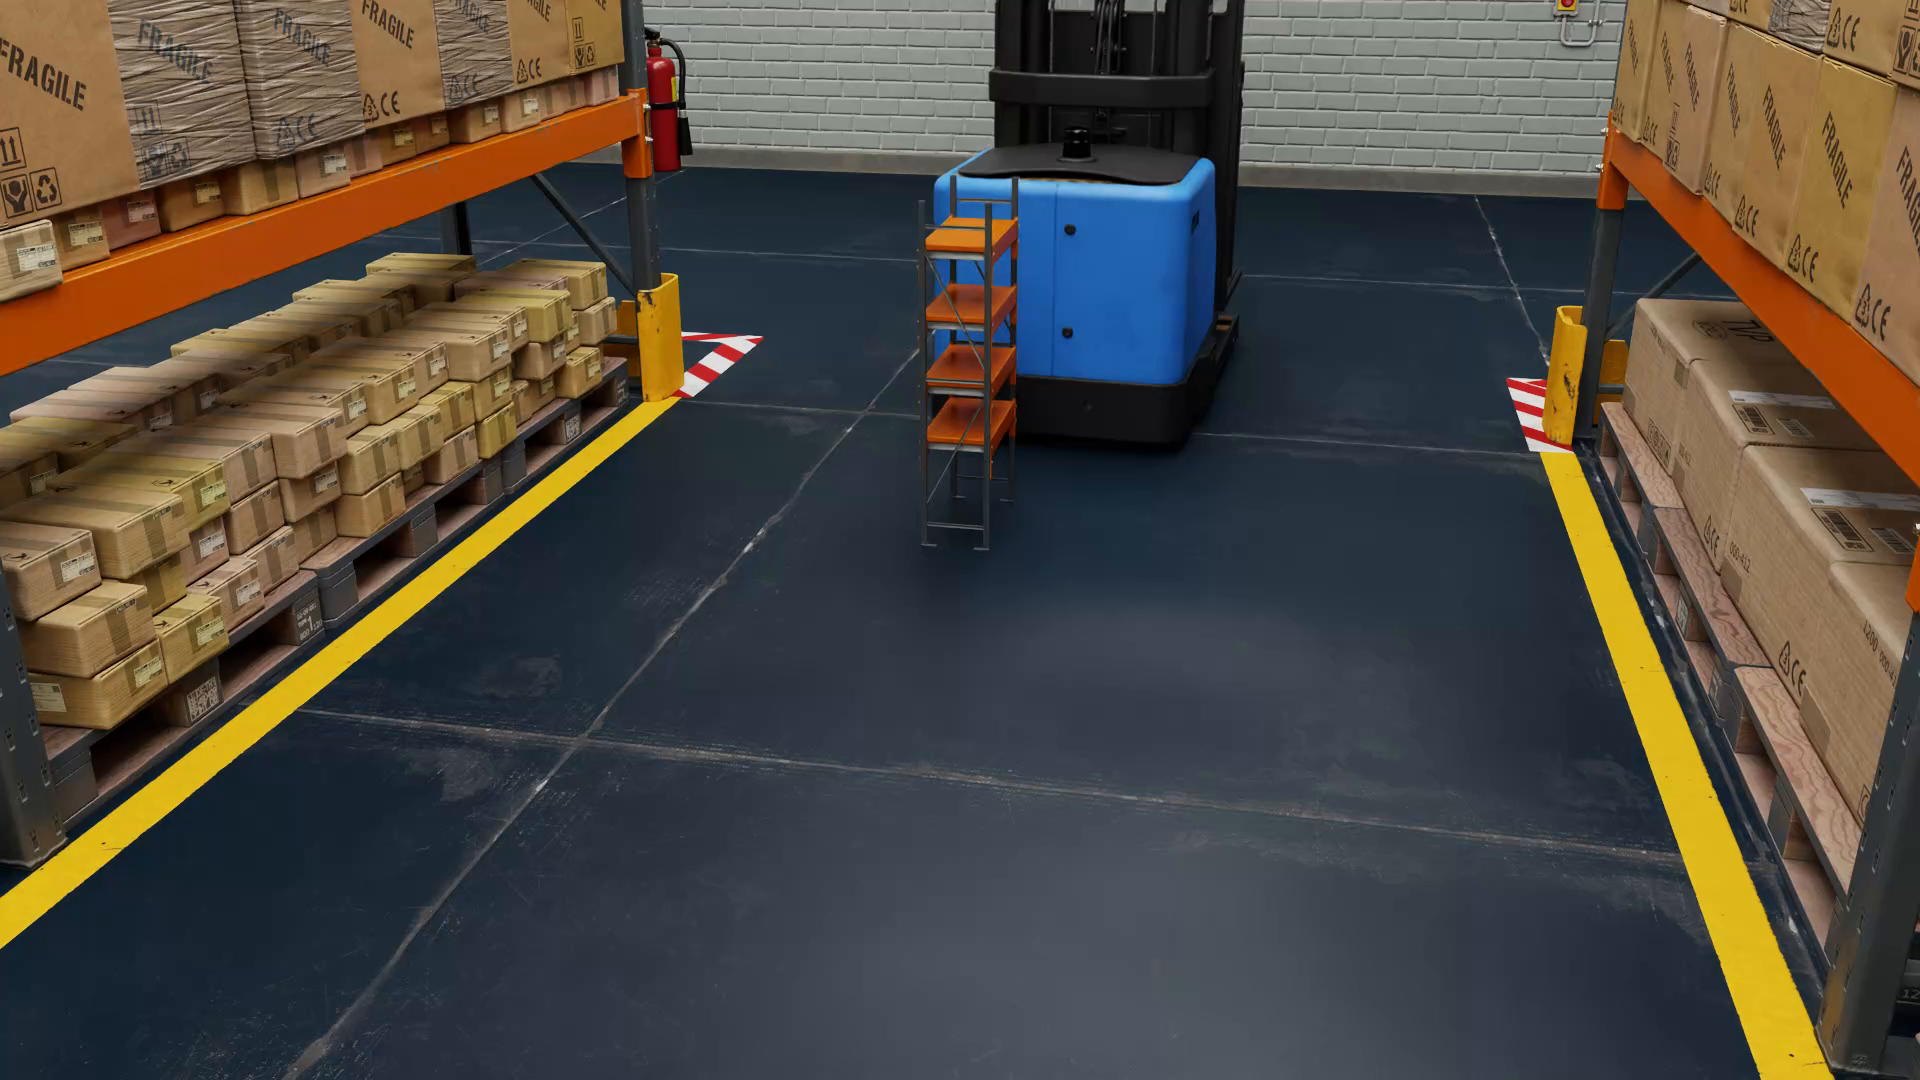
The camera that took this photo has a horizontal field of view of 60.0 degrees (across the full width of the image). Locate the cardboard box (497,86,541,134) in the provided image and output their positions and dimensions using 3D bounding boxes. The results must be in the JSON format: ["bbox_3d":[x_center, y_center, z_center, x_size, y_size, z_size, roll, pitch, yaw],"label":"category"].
[{"bbox_3d":[-1.786,-1.601,6.150,0.380,0.149,0.250,5,22,12],"label":"cardboard box"}]

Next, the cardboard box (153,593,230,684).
[{"bbox_3d":[-2.216,0.250,4.471,0.380,0.149,0.250,5,22,13],"label":"cardboard box"}]

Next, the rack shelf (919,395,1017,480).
[{"bbox_3d":[0.034,-0.371,5.879,0.258,0.148,0.480,4,22,11],"label":"rack shelf"}]

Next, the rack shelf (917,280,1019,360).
[{"bbox_3d":[0.034,-0.762,5.721,0.258,0.148,0.480,4,22,11],"label":"rack shelf"}]

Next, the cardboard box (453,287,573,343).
[{"bbox_3d":[-1.739,-0.878,6.476,0.380,0.149,0.250,4,22,10],"label":"cardboard box"}]

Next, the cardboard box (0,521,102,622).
[{"bbox_3d":[-2.386,0.070,4.122,0.380,0.149,0.250,5,23,13],"label":"cardboard box"}]

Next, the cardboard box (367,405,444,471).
[{"bbox_3d":[-1.968,-0.354,5.574,0.380,0.149,0.250,5,22,11],"label":"cardboard box"}]

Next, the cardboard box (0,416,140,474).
[{"bbox_3d":[-2.655,-0.247,4.909,0.380,0.149,0.250,5,23,13],"label":"cardboard box"}]

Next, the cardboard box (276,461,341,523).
[{"bbox_3d":[-2.157,-0.179,5.138,0.380,0.149,0.250,6,23,13],"label":"cardboard box"}]

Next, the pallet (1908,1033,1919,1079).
[{"bbox_3d":[2.124,1.250,2.466,1.003,0.211,1.213,4,22,11],"label":"pallet"}]

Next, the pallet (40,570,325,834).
[{"bbox_3d":[-2.557,0.374,4.643,1.003,0.211,1.213,4,22,11],"label":"pallet"}]

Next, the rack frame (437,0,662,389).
[{"bbox_3d":[-1.843,-2.134,7.138,1.000,3.000,0.127,4,22,11],"label":"rack frame"}]

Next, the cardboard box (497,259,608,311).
[{"bbox_3d":[-1.703,-1.070,6.952,0.380,0.149,0.250,5,22,12],"label":"cardboard box"}]

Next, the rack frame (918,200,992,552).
[{"bbox_3d":[-0.016,-0.528,5.558,0.240,1.200,0.015,4,22,11],"label":"rack frame"}]

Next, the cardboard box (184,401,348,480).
[{"bbox_3d":[-2.106,-0.306,5.057,0.380,0.149,0.250,5,22,12],"label":"cardboard box"}]

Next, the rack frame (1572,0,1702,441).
[{"bbox_3d":[3.024,-1.794,6.293,1.000,3.000,0.127,4,22,11],"label":"rack frame"}]

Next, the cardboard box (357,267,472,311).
[{"bbox_3d":[-2.221,-1.007,6.796,0.380,0.149,0.250,5,22,12],"label":"cardboard box"}]

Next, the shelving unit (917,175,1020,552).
[{"bbox_3d":[0.034,-0.617,5.780,0.258,1.200,0.503,4,22,11],"label":"shelving unit"}]

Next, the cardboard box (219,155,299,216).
[{"bbox_3d":[-2.121,-1.021,4.711,0.380,0.149,0.250,5,22,12],"label":"cardboard box"}]

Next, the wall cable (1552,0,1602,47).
[{"bbox_3d":[4.151,-4.344,11.222,0.585,1.953,0.123,4,22,11],"label":"wall cable"}]

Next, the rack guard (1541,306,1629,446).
[{"bbox_3d":[3.028,-0.643,6.782,1.175,0.500,0.348,4,22,11],"label":"rack guard"}]

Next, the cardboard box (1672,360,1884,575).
[{"bbox_3d":[2.808,-0.216,5.242,0.875,0.438,0.875,5,22,12],"label":"cardboard box"}]

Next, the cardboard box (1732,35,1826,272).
[{"bbox_3d":[2.240,-0.940,4.039,0.500,0.500,0.500,4,22,10],"label":"cardboard box"}]

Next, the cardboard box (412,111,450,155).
[{"bbox_3d":[-1.982,-1.413,5.682,0.380,0.149,0.250,4,22,9],"label":"cardboard box"}]

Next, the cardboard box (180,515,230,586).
[{"bbox_3d":[-2.294,0.019,4.648,0.380,0.149,0.250,4,22,11],"label":"cardboard box"}]

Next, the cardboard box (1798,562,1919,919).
[{"bbox_3d":[2.440,0.441,3.610,0.875,0.438,0.875,4,22,10],"label":"cardboard box"}]

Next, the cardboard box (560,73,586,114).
[{"bbox_3d":[-1.720,-1.789,6.617,0.380,0.149,0.250,4,22,11],"label":"cardboard box"}]

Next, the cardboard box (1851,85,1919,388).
[{"bbox_3d":[2.052,-0.567,3.111,0.500,0.500,0.500,5,22,11],"label":"cardboard box"}]

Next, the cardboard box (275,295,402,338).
[{"bbox_3d":[-2.367,-0.828,6.351,0.380,0.149,0.250,3,22,8],"label":"cardboard box"}]

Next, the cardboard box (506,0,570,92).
[{"bbox_3d":[-1.793,-1.947,6.140,0.500,0.500,0.500,4,22,10],"label":"cardboard box"}]

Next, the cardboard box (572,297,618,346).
[{"bbox_3d":[-1.671,-0.930,7.003,0.380,0.149,0.250,4,22,9],"label":"cardboard box"}]

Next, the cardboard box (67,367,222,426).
[{"bbox_3d":[-2.647,-0.452,5.419,0.380,0.149,0.250,4,22,9],"label":"cardboard box"}]

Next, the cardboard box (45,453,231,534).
[{"bbox_3d":[-2.268,-0.122,4.600,0.380,0.149,0.250,4,22,10],"label":"cardboard box"}]

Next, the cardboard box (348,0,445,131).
[{"bbox_3d":[-1.999,-1.579,5.227,0.500,0.500,0.500,6,23,14],"label":"cardboard box"}]

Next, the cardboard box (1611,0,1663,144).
[{"bbox_3d":[2.645,-1.687,5.893,0.500,0.500,0.500,4,22,10],"label":"cardboard box"}]

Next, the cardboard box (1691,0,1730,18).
[{"bbox_3d":[2.451,-1.772,4.766,0.500,0.500,0.500,4,22,11],"label":"cardboard box"}]

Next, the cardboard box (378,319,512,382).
[{"bbox_3d":[-1.854,-0.685,5.998,0.380,0.149,0.250,5,23,13],"label":"cardboard box"}]

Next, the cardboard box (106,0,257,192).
[{"bbox_3d":[-2.217,-1.199,4.284,0.500,0.500,0.500,4,22,11],"label":"cardboard box"}]

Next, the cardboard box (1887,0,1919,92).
[{"bbox_3d":[2.033,-1.035,2.936,0.500,0.500,0.500,4,22,10],"label":"cardboard box"}]

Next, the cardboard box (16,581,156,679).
[{"bbox_3d":[-2.272,0.210,4.173,0.380,0.149,0.250,5,23,13],"label":"cardboard box"}]

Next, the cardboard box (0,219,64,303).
[{"bbox_3d":[-2.281,-0.634,3.748,0.380,0.149,0.250,5,23,13],"label":"cardboard box"}]

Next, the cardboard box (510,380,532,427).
[{"bbox_3d":[-1.875,-0.515,6.372,0.380,0.149,0.250,5,22,11],"label":"cardboard box"}]

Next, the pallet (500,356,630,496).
[{"bbox_3d":[-2.059,-0.519,6.859,1.003,0.211,1.213,4,22,11],"label":"pallet"}]

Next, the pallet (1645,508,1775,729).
[{"bbox_3d":[2.686,0.243,4.968,1.003,0.211,1.213,4,22,11],"label":"pallet"}]

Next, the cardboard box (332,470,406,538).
[{"bbox_3d":[-2.045,-0.130,5.416,0.380,0.149,0.250,4,22,9],"label":"cardboard box"}]

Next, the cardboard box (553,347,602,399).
[{"bbox_3d":[-1.700,-0.697,6.822,0.380,0.149,0.250,5,23,13],"label":"cardboard box"}]

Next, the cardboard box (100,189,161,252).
[{"bbox_3d":[-2.298,-0.835,4.249,0.380,0.149,0.250,3,22,9],"label":"cardboard box"}]

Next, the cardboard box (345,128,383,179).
[{"bbox_3d":[-2.051,-1.220,5.205,0.380,0.149,0.250,5,23,13],"label":"cardboard box"}]

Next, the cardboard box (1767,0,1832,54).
[{"bbox_3d":[2.239,-1.407,3.859,0.500,0.500,0.500,5,22,12],"label":"cardboard box"}]

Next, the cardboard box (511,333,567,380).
[{"bbox_3d":[-1.776,-0.740,6.531,0.380,0.149,0.250,4,22,9],"label":"cardboard box"}]

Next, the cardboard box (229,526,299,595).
[{"bbox_3d":[-2.213,0.059,4.947,0.380,0.149,0.250,4,22,10],"label":"cardboard box"}]

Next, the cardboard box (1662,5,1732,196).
[{"bbox_3d":[2.447,-1.315,4.969,0.500,0.500,0.500,4,22,11],"label":"cardboard box"}]

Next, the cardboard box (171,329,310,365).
[{"bbox_3d":[-2.532,-0.634,5.871,0.380,0.149,0.250,5,22,12],"label":"cardboard box"}]

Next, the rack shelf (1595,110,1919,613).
[{"bbox_3d":[2.615,-0.729,4.611,1.077,0.370,4.000,4,22,11],"label":"rack shelf"}]

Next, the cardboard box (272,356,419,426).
[{"bbox_3d":[-2.042,-0.500,5.536,0.380,0.149,0.250,5,22,11],"label":"cardboard box"}]

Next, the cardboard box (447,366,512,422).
[{"bbox_3d":[-1.869,-0.549,6.058,0.380,0.149,0.250,5,22,12],"label":"cardboard box"}]

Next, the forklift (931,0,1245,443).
[{"bbox_3d":[0.757,-2.264,7.552,1.130,2.935,3.031,6,23,14],"label":"forklift"}]

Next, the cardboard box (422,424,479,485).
[{"bbox_3d":[-1.942,-0.319,5.884,0.380,0.149,0.250,5,22,12],"label":"cardboard box"}]
